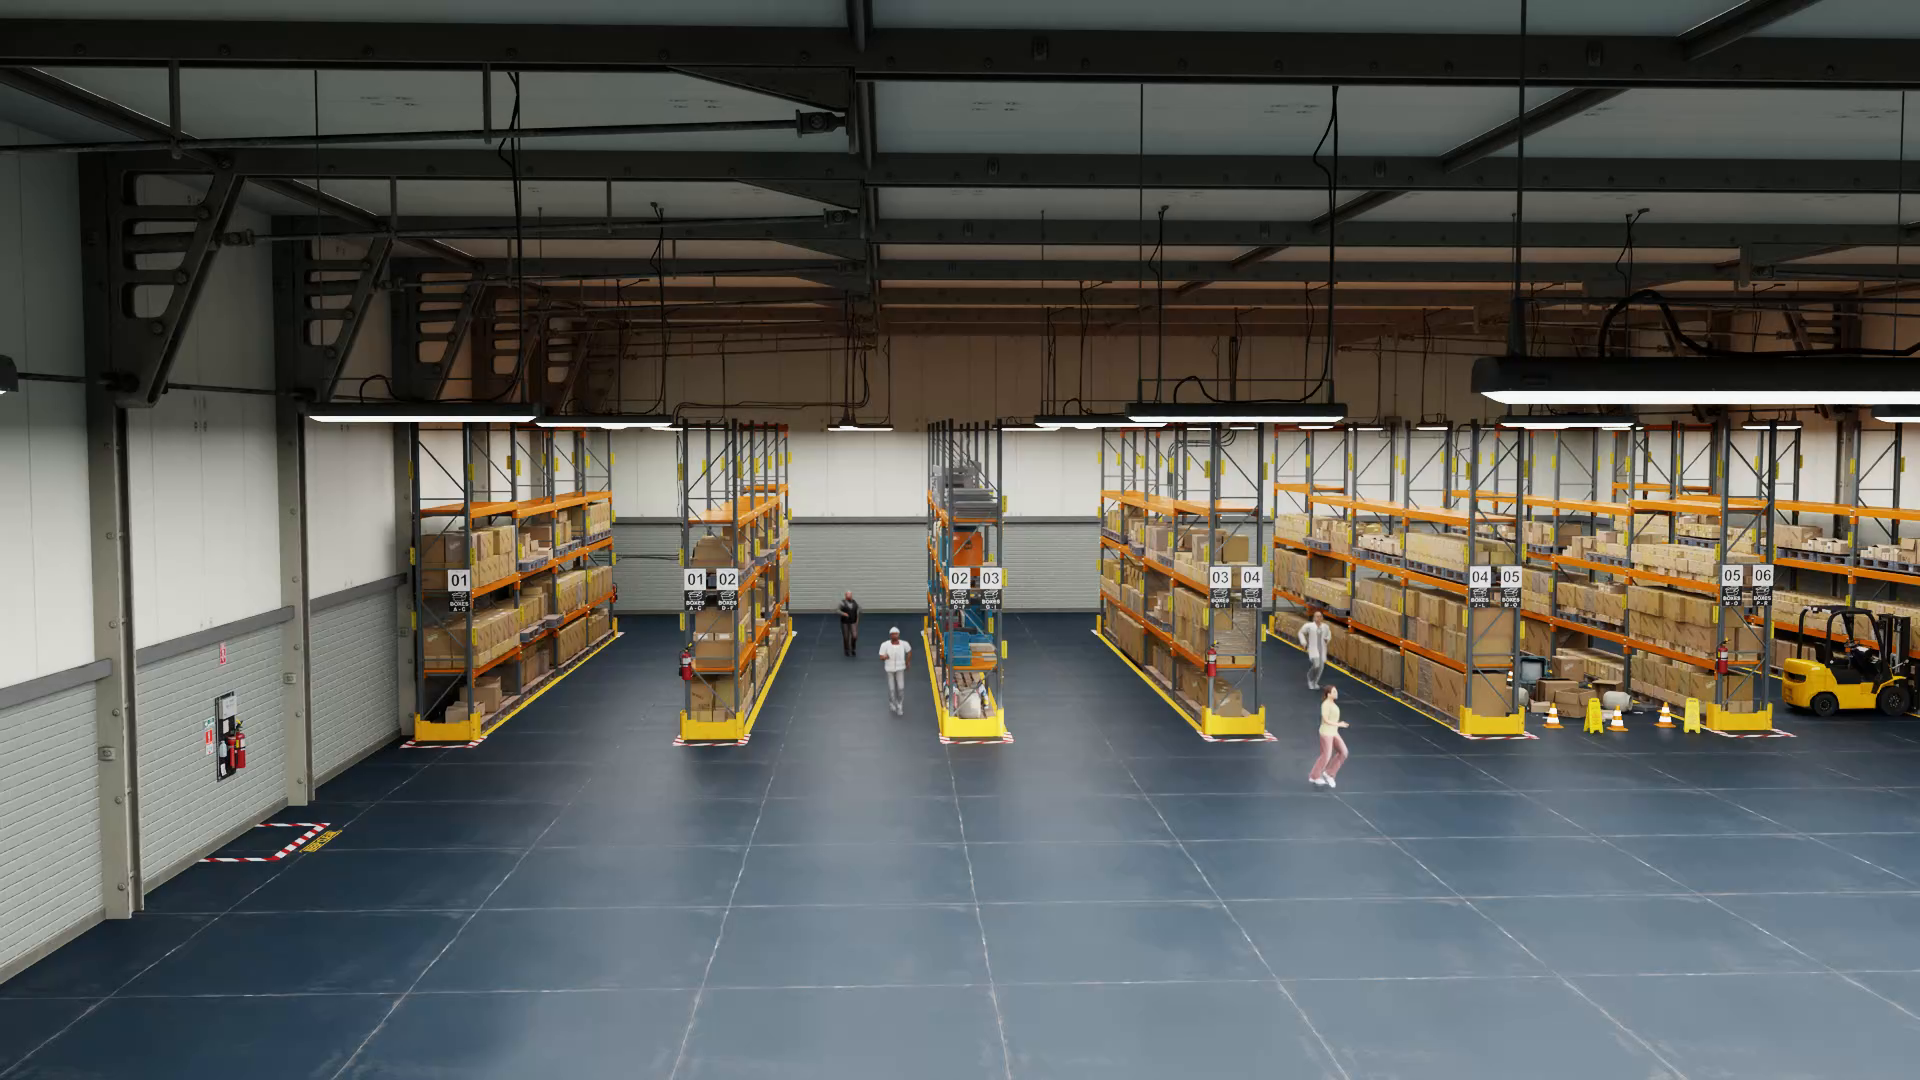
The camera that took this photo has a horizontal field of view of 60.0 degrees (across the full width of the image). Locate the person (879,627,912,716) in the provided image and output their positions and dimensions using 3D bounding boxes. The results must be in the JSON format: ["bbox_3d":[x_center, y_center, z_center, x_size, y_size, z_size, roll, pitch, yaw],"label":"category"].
[{"bbox_3d":[-1.316,2.678,33.842,0.673,1.812,0.706,0,4,-3],"label":"person"}]

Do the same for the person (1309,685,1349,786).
[{"bbox_3d":[5.995,3.176,26.944,0.664,1.688,0.594,2,4,31],"label":"person"}]

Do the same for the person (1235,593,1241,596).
[{"bbox_3d":[7.762,1.942,46.281,0.581,1.675,0.688,0,4,-2],"label":"person"}]

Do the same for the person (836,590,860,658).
[{"bbox_3d":[-2.842,2.253,42.502,0.650,1.575,0.719,-1,4,-13],"label":"person"}]

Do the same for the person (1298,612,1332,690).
[{"bbox_3d":[7.948,2.470,36.979,0.685,1.747,0.712,-1,4,-12],"label":"person"}]
